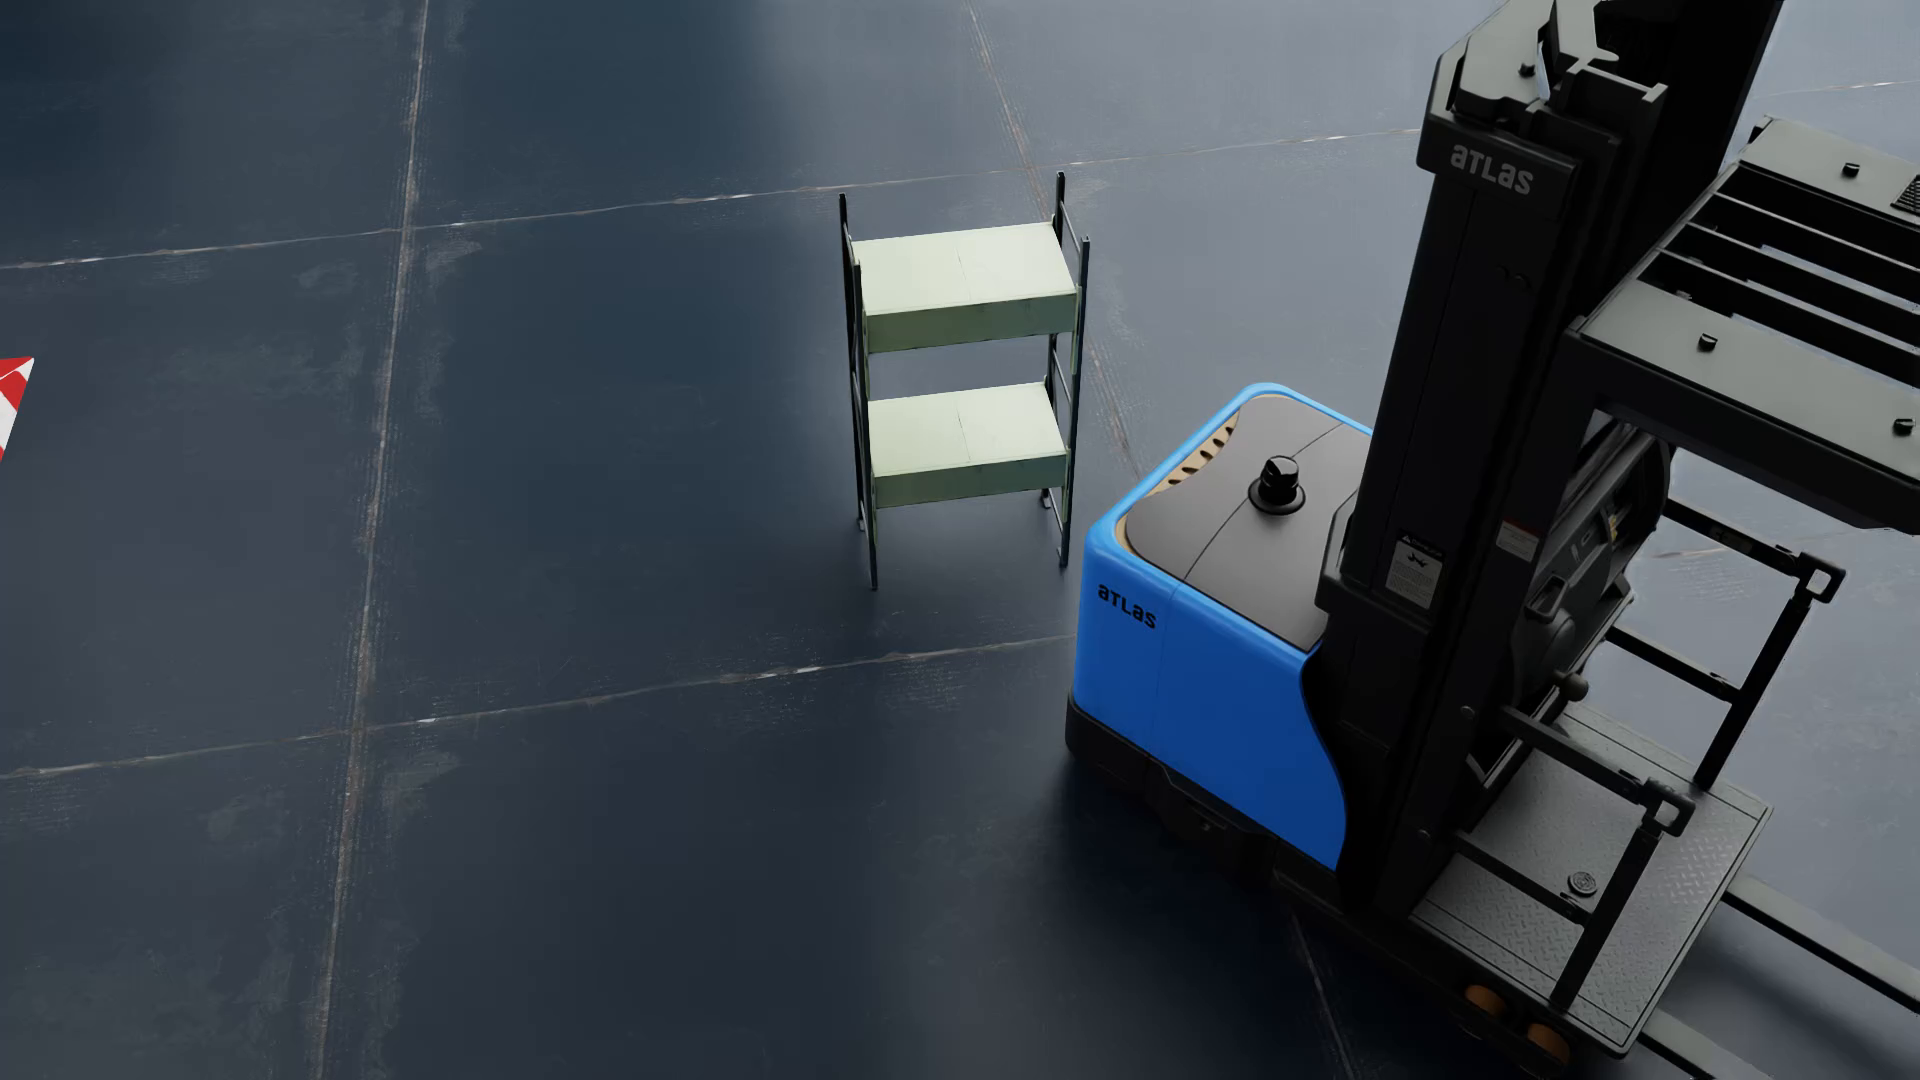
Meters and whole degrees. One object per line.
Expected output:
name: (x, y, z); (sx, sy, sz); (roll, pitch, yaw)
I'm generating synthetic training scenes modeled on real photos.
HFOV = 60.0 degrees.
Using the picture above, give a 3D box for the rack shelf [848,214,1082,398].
rack shelf: (0.007, -0.792, 5.614); (0.720, 0.370, 0.431); (-7, 46, -7)

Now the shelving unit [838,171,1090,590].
shelving unit: (0.007, -0.521, 5.895); (0.755, 1.500, 0.431); (-7, 46, -7)

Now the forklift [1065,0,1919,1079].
forklift: (1.811, 0.133, 4.271); (3.031, 2.935, 1.130); (31, 54, 27)

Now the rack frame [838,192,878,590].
rack frame: (-0.354, -0.476, 5.851); (0.023, 1.500, 0.400); (-7, 46, -7)

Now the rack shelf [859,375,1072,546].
rack shelf: (0.007, -0.295, 6.129); (0.720, 0.370, 0.431); (-7, 46, -7)

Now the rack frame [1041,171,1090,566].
rack frame: (0.367, -0.566, 5.938); (0.023, 1.500, 0.400); (-7, 46, -7)
